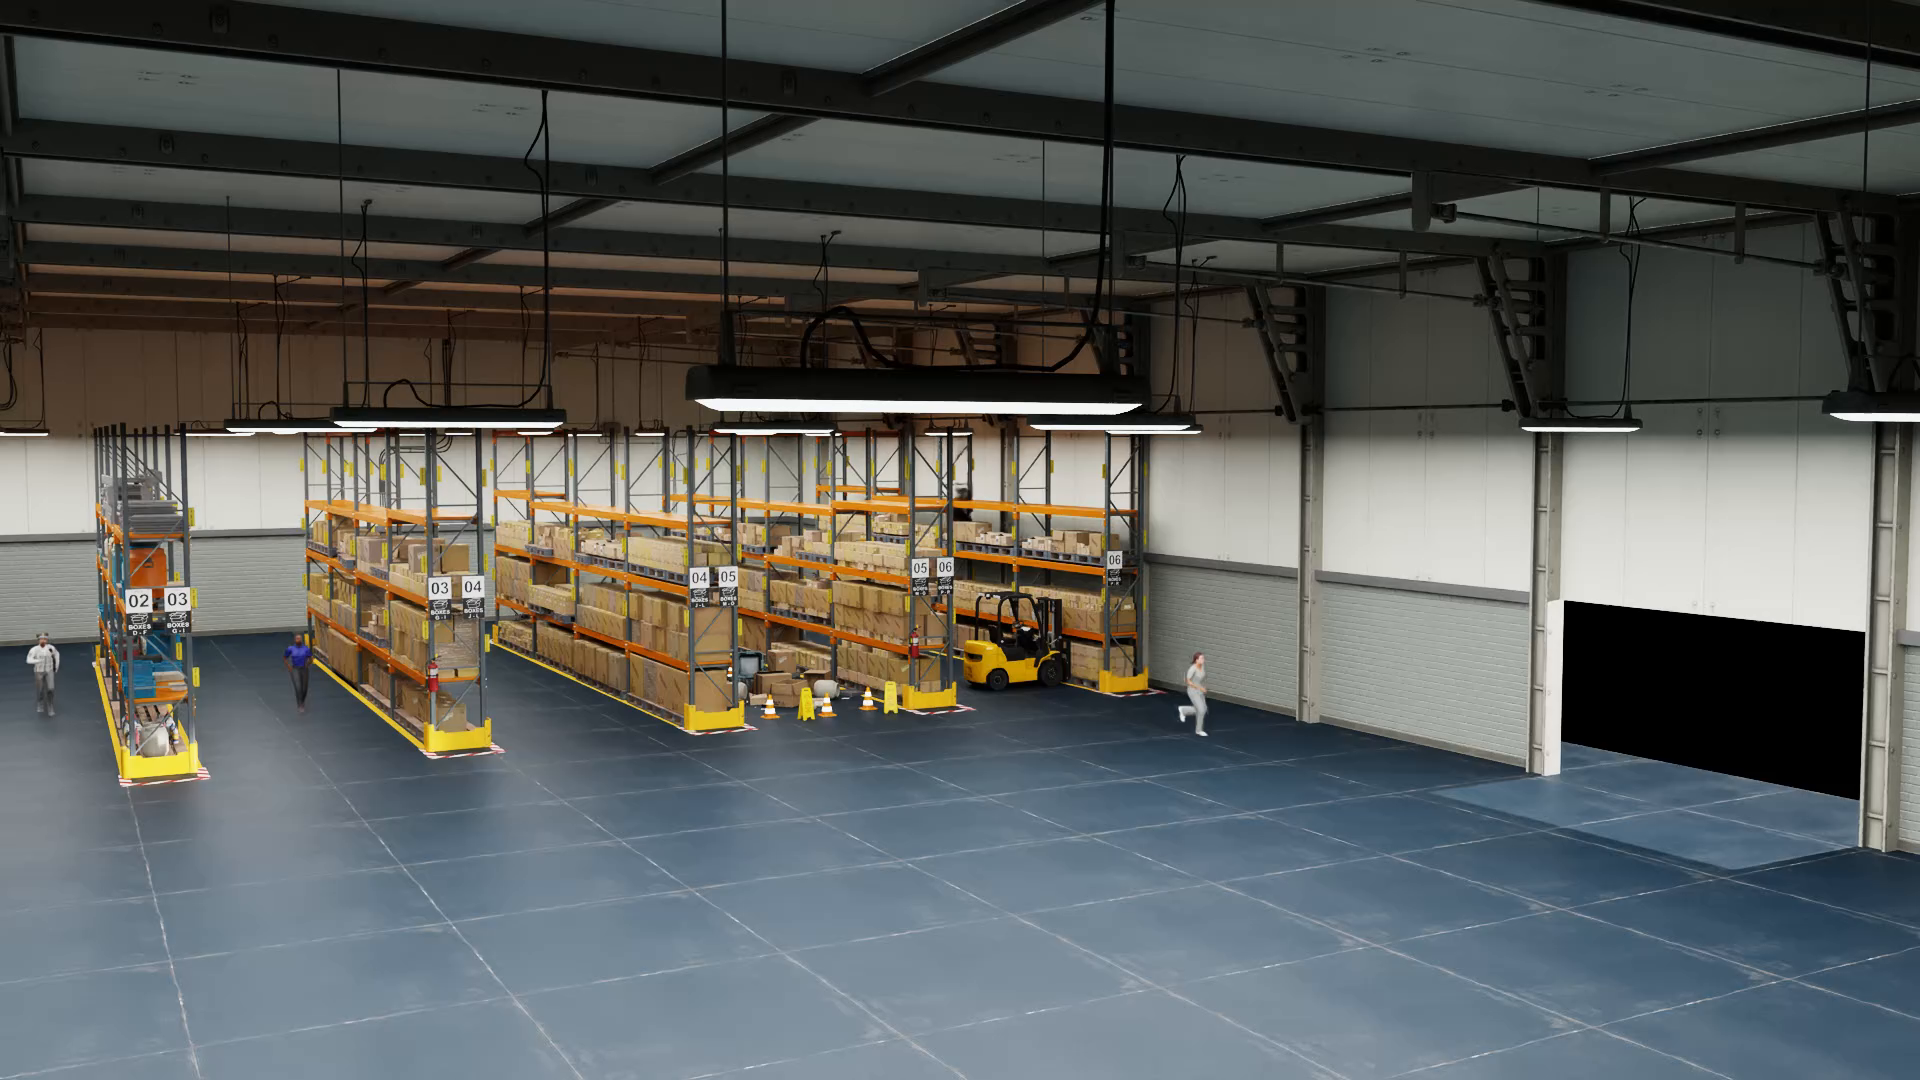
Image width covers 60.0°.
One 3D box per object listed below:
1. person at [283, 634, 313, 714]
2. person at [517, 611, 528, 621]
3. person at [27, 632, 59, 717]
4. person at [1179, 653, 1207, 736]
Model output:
[{"bbox_3d":[-13.916,2.790,34.986,0.585,1.650,0.727,-2,4,-31],"label":"person"},{"bbox_3d":[-12.587,1.952,48.107,0.650,1.682,0.635,-2,4,-31],"label":"person"},{"bbox_3d":[-19.031,2.783,34.541,0.627,1.758,0.767,-2,4,-34],"label":"person"},{"bbox_3d":[4.539,2.983,32.281,0.682,1.619,0.592,3,5,40],"label":"person"}]
